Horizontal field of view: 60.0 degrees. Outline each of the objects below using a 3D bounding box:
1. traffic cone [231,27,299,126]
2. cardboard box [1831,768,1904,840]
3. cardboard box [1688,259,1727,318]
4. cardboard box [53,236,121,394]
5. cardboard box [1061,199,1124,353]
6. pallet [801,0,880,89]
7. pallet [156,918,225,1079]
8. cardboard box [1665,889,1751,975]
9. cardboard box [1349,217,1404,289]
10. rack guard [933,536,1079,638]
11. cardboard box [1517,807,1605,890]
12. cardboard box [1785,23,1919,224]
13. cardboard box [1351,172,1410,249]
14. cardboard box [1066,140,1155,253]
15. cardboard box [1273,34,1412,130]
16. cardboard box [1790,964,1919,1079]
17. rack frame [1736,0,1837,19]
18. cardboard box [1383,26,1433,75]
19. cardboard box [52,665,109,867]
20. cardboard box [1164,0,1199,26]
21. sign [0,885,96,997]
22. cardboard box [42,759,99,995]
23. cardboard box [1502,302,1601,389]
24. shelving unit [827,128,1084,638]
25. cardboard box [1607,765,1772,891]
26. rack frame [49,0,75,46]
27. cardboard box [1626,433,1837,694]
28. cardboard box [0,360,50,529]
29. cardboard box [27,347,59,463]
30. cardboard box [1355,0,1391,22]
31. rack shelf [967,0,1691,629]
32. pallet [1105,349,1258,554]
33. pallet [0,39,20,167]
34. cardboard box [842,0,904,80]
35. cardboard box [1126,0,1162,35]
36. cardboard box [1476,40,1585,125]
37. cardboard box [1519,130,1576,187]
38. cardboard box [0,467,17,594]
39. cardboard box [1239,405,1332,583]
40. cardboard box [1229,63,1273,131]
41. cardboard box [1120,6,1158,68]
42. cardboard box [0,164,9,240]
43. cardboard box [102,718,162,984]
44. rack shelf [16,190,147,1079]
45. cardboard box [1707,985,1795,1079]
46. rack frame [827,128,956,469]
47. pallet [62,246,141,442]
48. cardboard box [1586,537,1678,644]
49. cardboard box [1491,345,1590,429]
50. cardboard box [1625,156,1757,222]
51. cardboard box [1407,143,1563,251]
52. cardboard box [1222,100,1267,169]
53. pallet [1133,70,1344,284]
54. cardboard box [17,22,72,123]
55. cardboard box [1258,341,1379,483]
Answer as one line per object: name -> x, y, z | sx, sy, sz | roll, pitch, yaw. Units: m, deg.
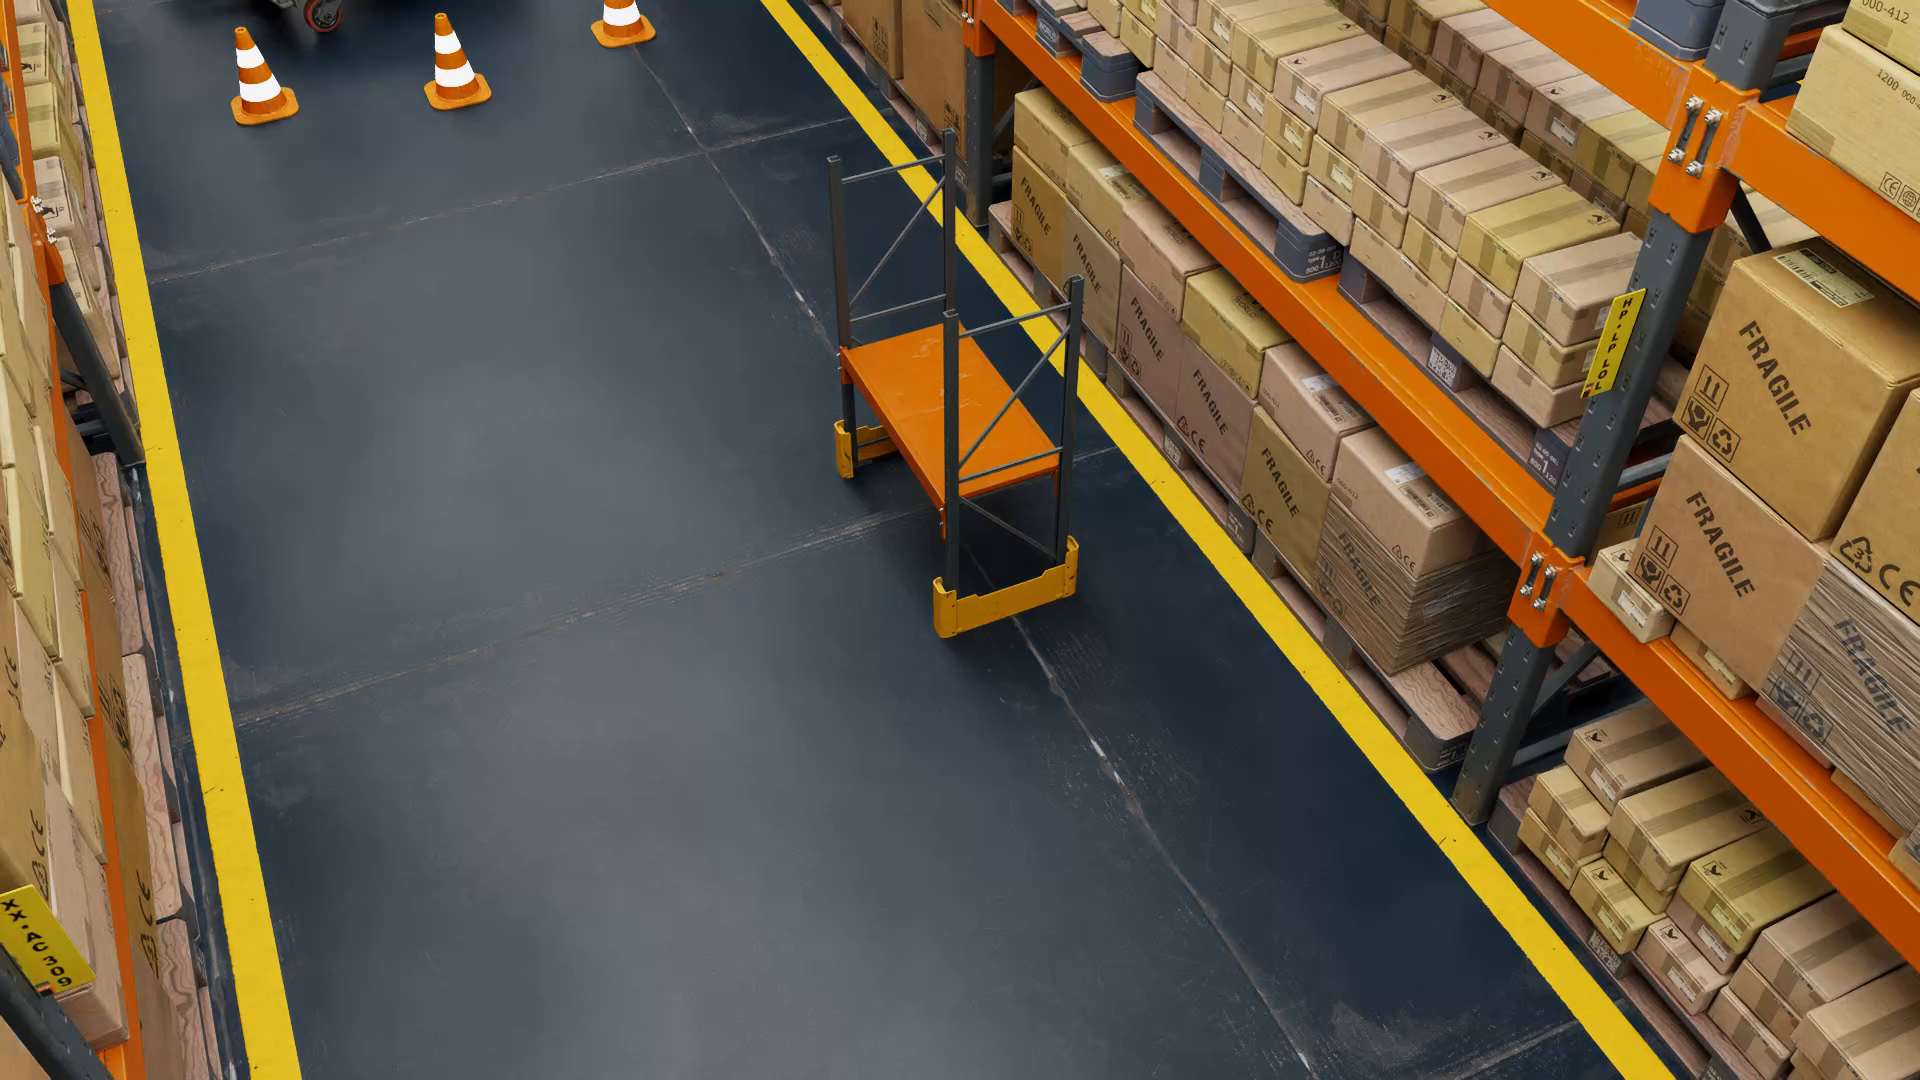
traffic cone -> -3.831, -2.551, 9.006 | 0.336, 0.463, 0.334 | -18, 47, -17
cardboard box -> 2.457, 0.580, 4.206 | 0.380, 0.149, 0.250 | -20, 48, -19
cardboard box -> 2.442, -0.811, 5.105 | 0.380, 0.149, 0.250 | -17, 47, -17
cardboard box -> -4.169, -0.858, 7.056 | 0.950, 0.372, 0.625 | -21, 48, -20
cardboard box -> 0.789, -1.222, 7.333 | 0.500, 0.500, 0.500 | -17, 47, -17
pallet -> -0.264, -3.116, 9.758 | 1.003, 0.211, 1.213 | -18, 47, -17
pallet -> -2.651, 1.791, 4.785 | 1.003, 0.211, 1.213 | -18, 47, -17
cardboard box -> 2.375, 1.106, 5.013 | 0.380, 0.149, 0.250 | -18, 47, -18
cardboard box -> 1.526, -0.998, 5.506 | 0.380, 0.149, 0.250 | -20, 48, -19
rack guard -> 0.177, 0.180, 6.390 | 0.587, 0.250, 0.087 | -18, 47, -17
cardboard box -> 2.052, 0.934, 5.399 | 0.380, 0.149, 0.250 | -20, 48, -19
cardboard box -> 2.145, -0.900, 3.498 | 0.500, 0.250, 0.500 | -16, 47, -15
cardboard box -> 1.511, -1.119, 5.417 | 0.380, 0.149, 0.250 | -19, 48, -19
cardboard box -> 0.792, -1.500, 7.082 | 0.500, 0.250, 0.500 | -19, 48, -18
cardboard box -> 1.297, -1.559, 5.651 | 0.380, 0.149, 0.250 | -20, 48, -19
cardboard box -> 2.524, 1.361, 4.542 | 0.380, 0.149, 0.250 | -17, 47, -17
rack frame -> 2.190, -2.394, 2.769 | 1.000, 3.000, 0.127 | -18, 47, -17
cardboard box -> 1.782, -1.807, 6.114 | 0.380, 0.149, 0.250 | -19, 48, -18
cardboard box -> -2.423, 0.633, 4.079 | 0.500, 0.250, 0.500 | -19, 48, -18
cardboard box -> 0.968, -2.059, 6.157 | 0.380, 0.149, 0.250 | -16, 47, -16
sign -> -1.755, 0.766, 3.165 | 0.100, 0.325, 0.005 | -18, 47, -17
cardboard box -> -2.188, 0.779, 3.575 | 0.500, 0.250, 0.500 | -19, 48, -19
cardboard box -> 1.844, -0.620, 4.911 | 0.380, 0.149, 0.250 | -17, 47, -16
shelving unit -> -0.032, -0.582, 6.272 | 0.587, 1.500, 1.083 | -18, 47, -17
cardboard box -> 2.209, 0.869, 5.041 | 0.380, 0.149, 0.250 | -16, 47, -15
rack frame -> -5.622, -3.830, 8.496 | 1.000, 3.000, 0.127 | -18, 47, -17
cardboard box -> 2.170, -0.010, 4.342 | 0.500, 0.500, 0.500 | -19, 48, -18
cardboard box -> -2.835, -0.196, 4.563 | 0.500, 0.250, 0.500 | -19, 48, -19
cardboard box -> -3.066, -0.336, 5.061 | 0.500, 0.250, 0.500 | -18, 48, -18
cardboard box -> 1.672, -2.078, 6.176 | 0.380, 0.149, 0.250 | -16, 47, -15
rack shelf -> 1.349, -1.277, 6.421 | 1.077, 0.370, 4.000 | -18, 47, -17
pallet -> 1.345, -0.540, 7.147 | 1.003, 0.211, 1.213 | -18, 47, -17
pallet -> -4.337, -1.636, 6.409 | 1.213, 0.211, 1.003 | -18, 47, -17
cardboard box -> -0.037, -3.127, 9.086 | 1.050, 0.750, 0.750 | -17, 47, -17
cardboard box -> 0.867, -2.104, 6.415 | 0.380, 0.149, 0.250 | -18, 47, -17
cardboard box -> 2.003, -1.580, 5.672 | 0.380, 0.149, 0.250 | -18, 48, -18
cardboard box -> 2.112, -1.306, 5.606 | 0.380, 0.149, 0.250 | -20, 48, -19
cardboard box -> -2.630, -0.126, 3.959 | 0.500, 0.500, 0.500 | -19, 48, -18
cardboard box -> 1.435, -0.243, 6.341 | 0.500, 0.500, 0.500 | -19, 48, -18
cardboard box -> 1.189, -1.615, 5.919 | 0.380, 0.149, 0.250 | -16, 47, -16
cardboard box -> 0.855, -2.009, 6.530 | 0.380, 0.149, 0.250 | -16, 47, -16
cardboard box -> -3.506, -1.172, 5.553 | 0.500, 0.250, 0.500 | -18, 47, -18
cardboard box -> -2.979, 0.930, 4.886 | 0.875, 0.875, 0.875 | -17, 47, -16
rack shelf -> -3.099, 0.249, 4.874 | 1.077, 0.370, 4.000 | -18, 47, -17
cardboard box -> 2.467, 1.393, 4.933 | 0.380, 0.149, 0.250 | -19, 48, -18
rack frame -> -0.250, -0.912, 6.607 | 0.500, 1.500, 0.032 | -18, 47, -17
pallet -> -4.268, -0.787, 7.398 | 1.003, 0.211, 1.213 | -18, 47, -17
cardboard box -> 2.013, 0.108, 4.684 | 0.380, 0.149, 0.250 | -16, 47, -16
cardboard box -> 1.844, -0.513, 5.014 | 0.380, 0.149, 0.250 | -19, 48, -18
cardboard box -> 2.319, -1.093, 5.179 | 0.380, 0.149, 0.250 | -17, 47, -16
cardboard box -> 1.624, -1.065, 5.150 | 0.380, 0.149, 0.250 | -19, 48, -19
cardboard box -> 1.181, -1.512, 6.027 | 0.380, 0.149, 0.250 | -19, 48, -19
pallet -> 1.378, -1.490, 6.261 | 1.003, 0.211, 1.213 | -18, 47, -17
cardboard box -> -5.094, -2.254, 8.471 | 0.950, 0.372, 0.625 | -15, 47, -15
cardboard box -> 1.444, -0.517, 6.085 | 0.500, 0.250, 0.500 | -16, 47, -16
